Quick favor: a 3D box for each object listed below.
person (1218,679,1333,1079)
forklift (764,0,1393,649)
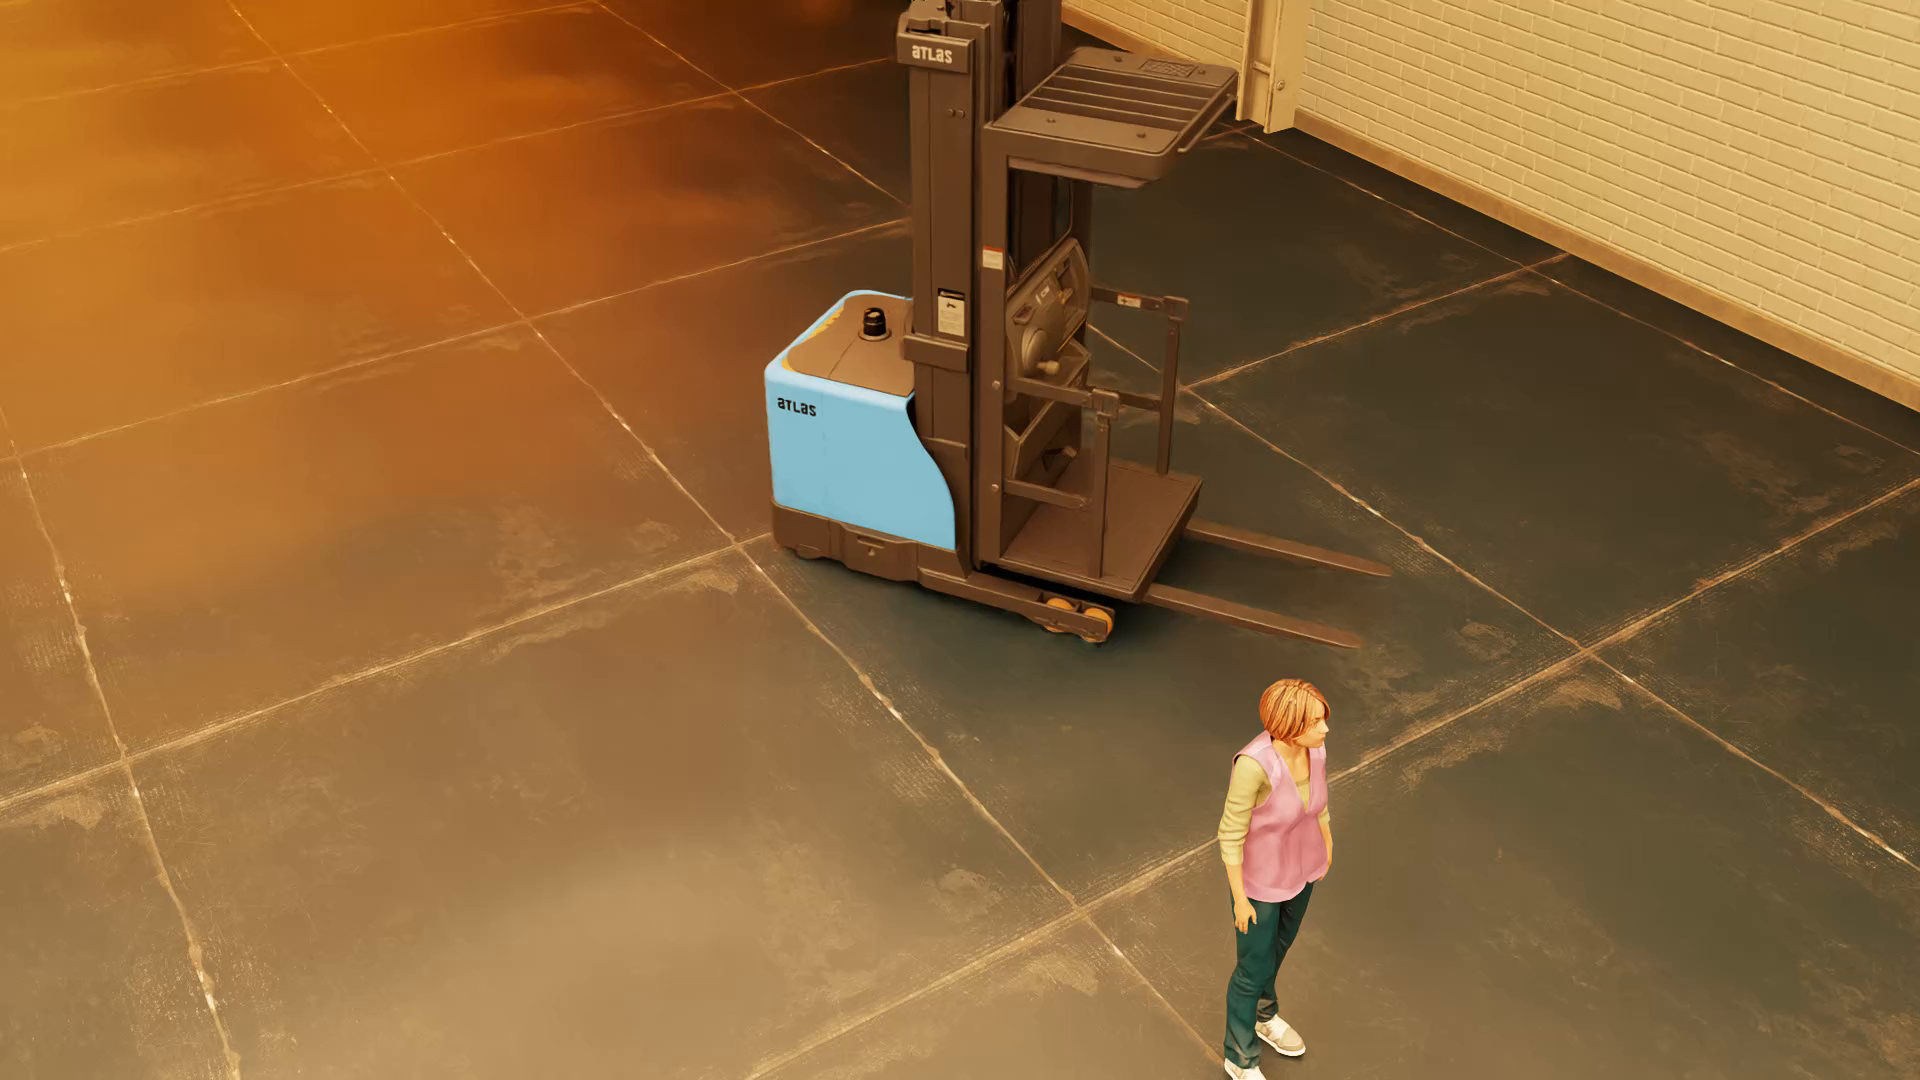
[{"bbox_3d":[1.117,1.176,5.623,0.519,1.597,0.474,-26,43,-32],"label":"person"},{"bbox_3d":[0.595,-1.053,7.646,3.031,2.935,1.130,14,38,20],"label":"forklift"}]
